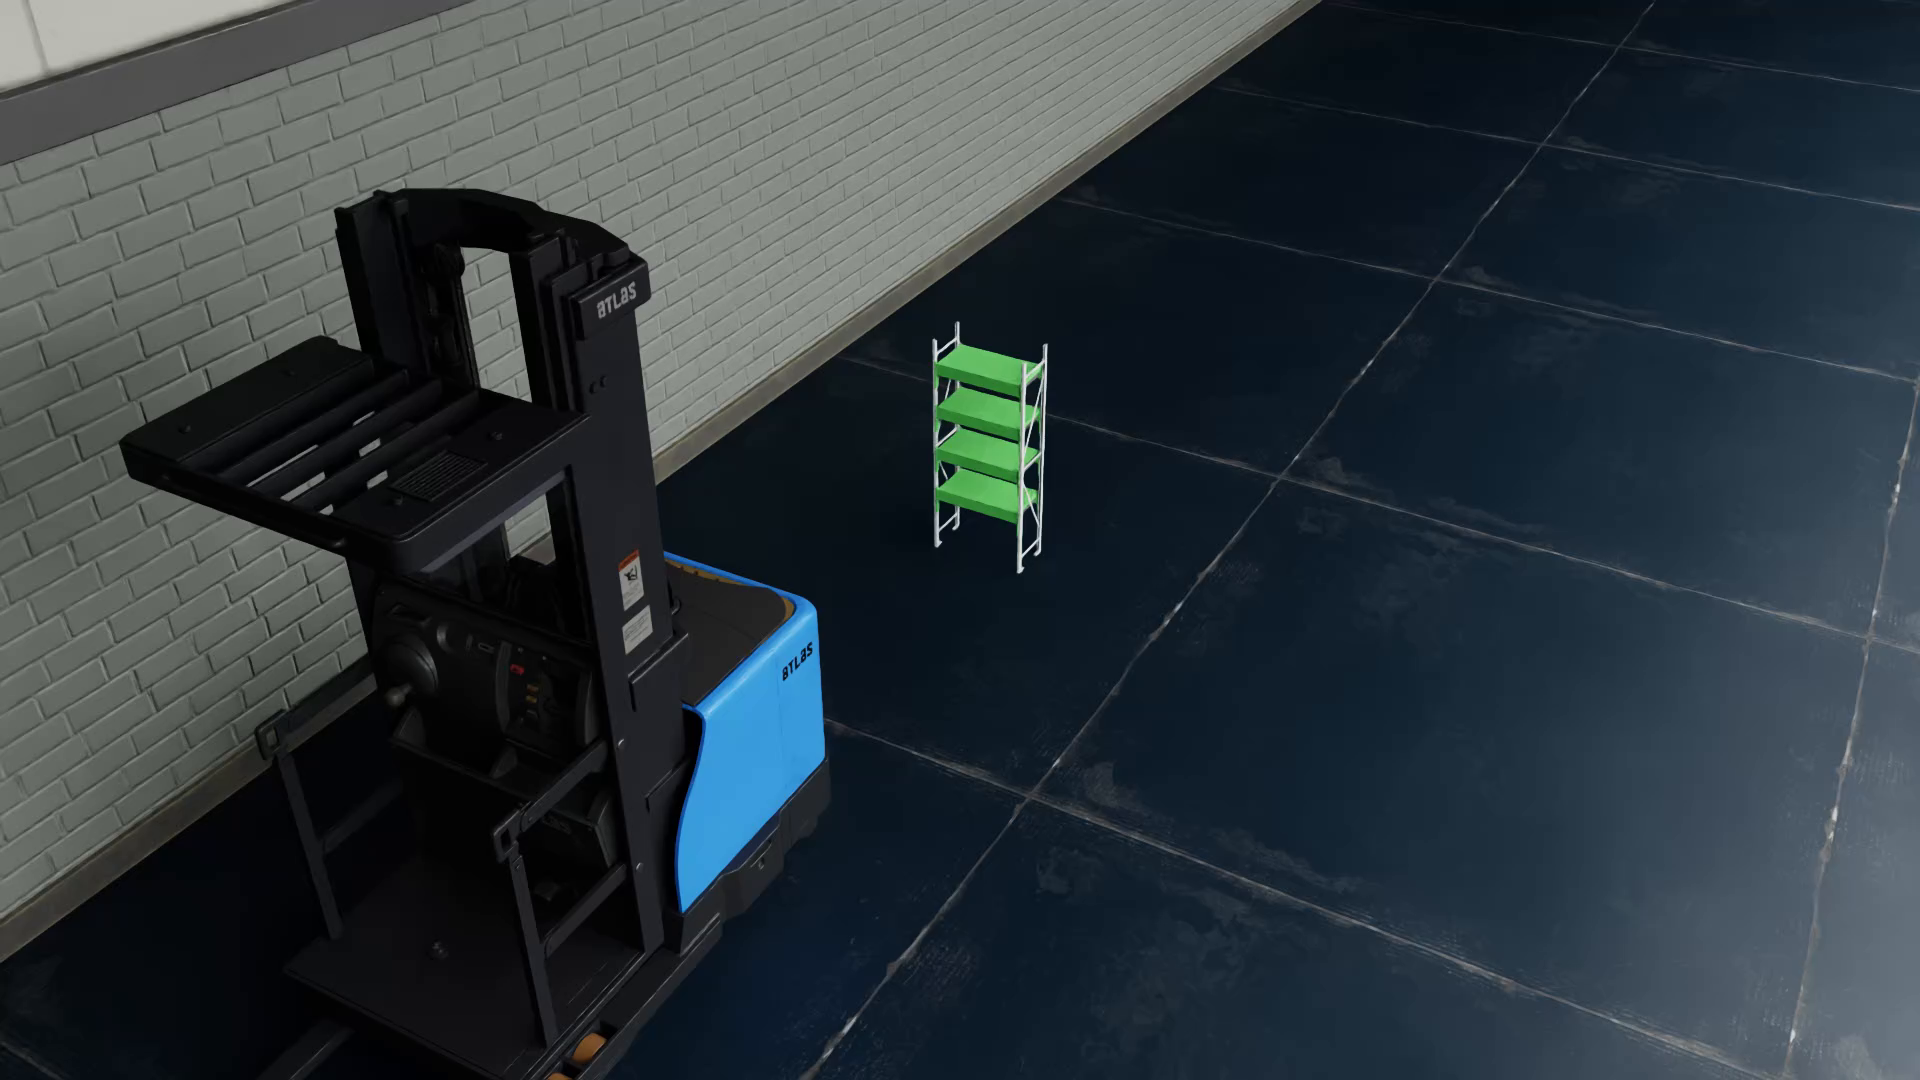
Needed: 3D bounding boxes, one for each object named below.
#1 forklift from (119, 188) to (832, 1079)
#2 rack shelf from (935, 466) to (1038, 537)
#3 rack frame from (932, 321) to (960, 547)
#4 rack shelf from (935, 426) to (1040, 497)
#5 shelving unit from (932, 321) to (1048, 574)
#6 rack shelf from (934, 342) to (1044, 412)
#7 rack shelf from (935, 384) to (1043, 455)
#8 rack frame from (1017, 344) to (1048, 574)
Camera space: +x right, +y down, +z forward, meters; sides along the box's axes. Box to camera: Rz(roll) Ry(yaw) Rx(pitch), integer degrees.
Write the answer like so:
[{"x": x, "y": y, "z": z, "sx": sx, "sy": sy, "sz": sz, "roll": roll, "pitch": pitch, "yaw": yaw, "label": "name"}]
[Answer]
[{"x": -1.687, "y": 0.500, "z": 5.355, "sx": 1.130, "sy": 2.935, "sz": 3.031, "roll": 17, "pitch": 37, "yaw": 23, "label": "forklift"}, {"x": 0.144, "y": -0.201, "z": 8.518, "sx": 0.480, "sy": 0.148, "sz": 0.258, "roll": 18, "pitch": 37, "yaw": 24, "label": "rack shelf"}, {"x": -0.068, "y": -0.521, "z": 8.450, "sx": 0.015, "sy": 1.200, "sz": 0.240, "roll": 18, "pitch": 37, "yaw": 24, "label": "rack frame"}, {"x": 0.144, "y": -0.401, "z": 8.384, "sx": 0.480, "sy": 0.148, "sz": 0.258, "roll": 18, "pitch": 37, "yaw": 24, "label": "rack shelf"}, {"x": 0.144, "y": -0.454, "z": 8.349, "sx": 0.503, "sy": 1.200, "sz": 0.258, "roll": 18, "pitch": 37, "yaw": 24, "label": "shelving unit"}, {"x": 0.144, "y": -0.800, "z": 8.118, "sx": 0.480, "sy": 0.148, "sz": 0.258, "roll": 18, "pitch": 37, "yaw": 24, "label": "rack shelf"}, {"x": 0.144, "y": -0.600, "z": 8.251, "sx": 0.480, "sy": 0.148, "sz": 0.258, "roll": 18, "pitch": 37, "yaw": 24, "label": "rack shelf"}, {"x": 0.356, "y": -0.387, "z": 8.248, "sx": 0.015, "sy": 1.200, "sz": 0.240, "roll": 18, "pitch": 37, "yaw": 24, "label": "rack frame"}]
